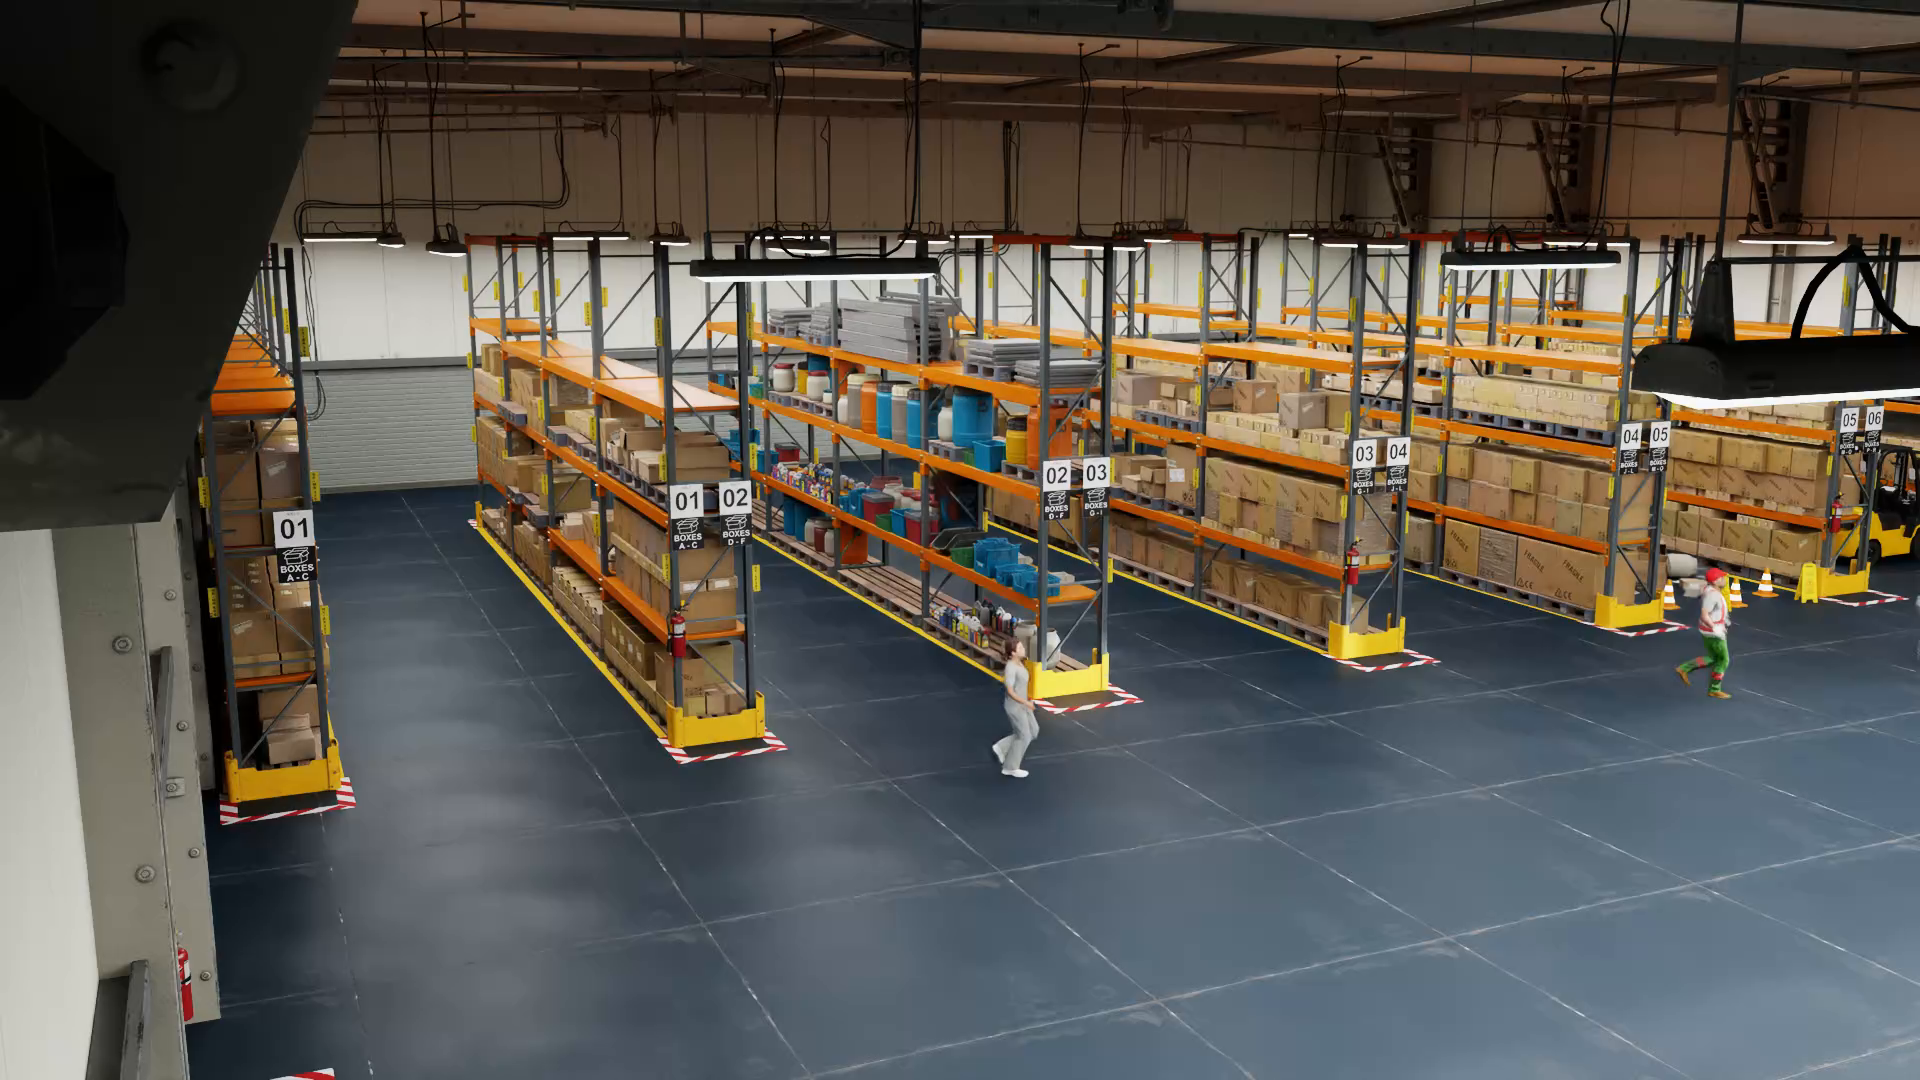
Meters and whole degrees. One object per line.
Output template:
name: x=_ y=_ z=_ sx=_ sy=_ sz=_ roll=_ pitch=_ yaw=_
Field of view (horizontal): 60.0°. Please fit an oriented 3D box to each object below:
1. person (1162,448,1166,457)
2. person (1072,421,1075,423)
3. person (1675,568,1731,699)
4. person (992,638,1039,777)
person: x=5.311 y=-2.478 z=41.463 sx=0.697 sy=1.761 sz=0.750 roll=11 pitch=15 yaw=43
person: x=2.462 y=-2.191 z=39.938 sx=0.744 sy=1.751 sz=0.868 roll=2 pitch=11 yaw=8
person: x=9.977 y=1.233 z=22.199 sx=0.722 sy=1.768 sz=0.650 roll=3 pitch=11 yaw=17
person: x=0.662 y=1.911 z=19.030 sx=0.483 sy=1.633 sz=0.571 roll=1 pitch=11 yaw=6
